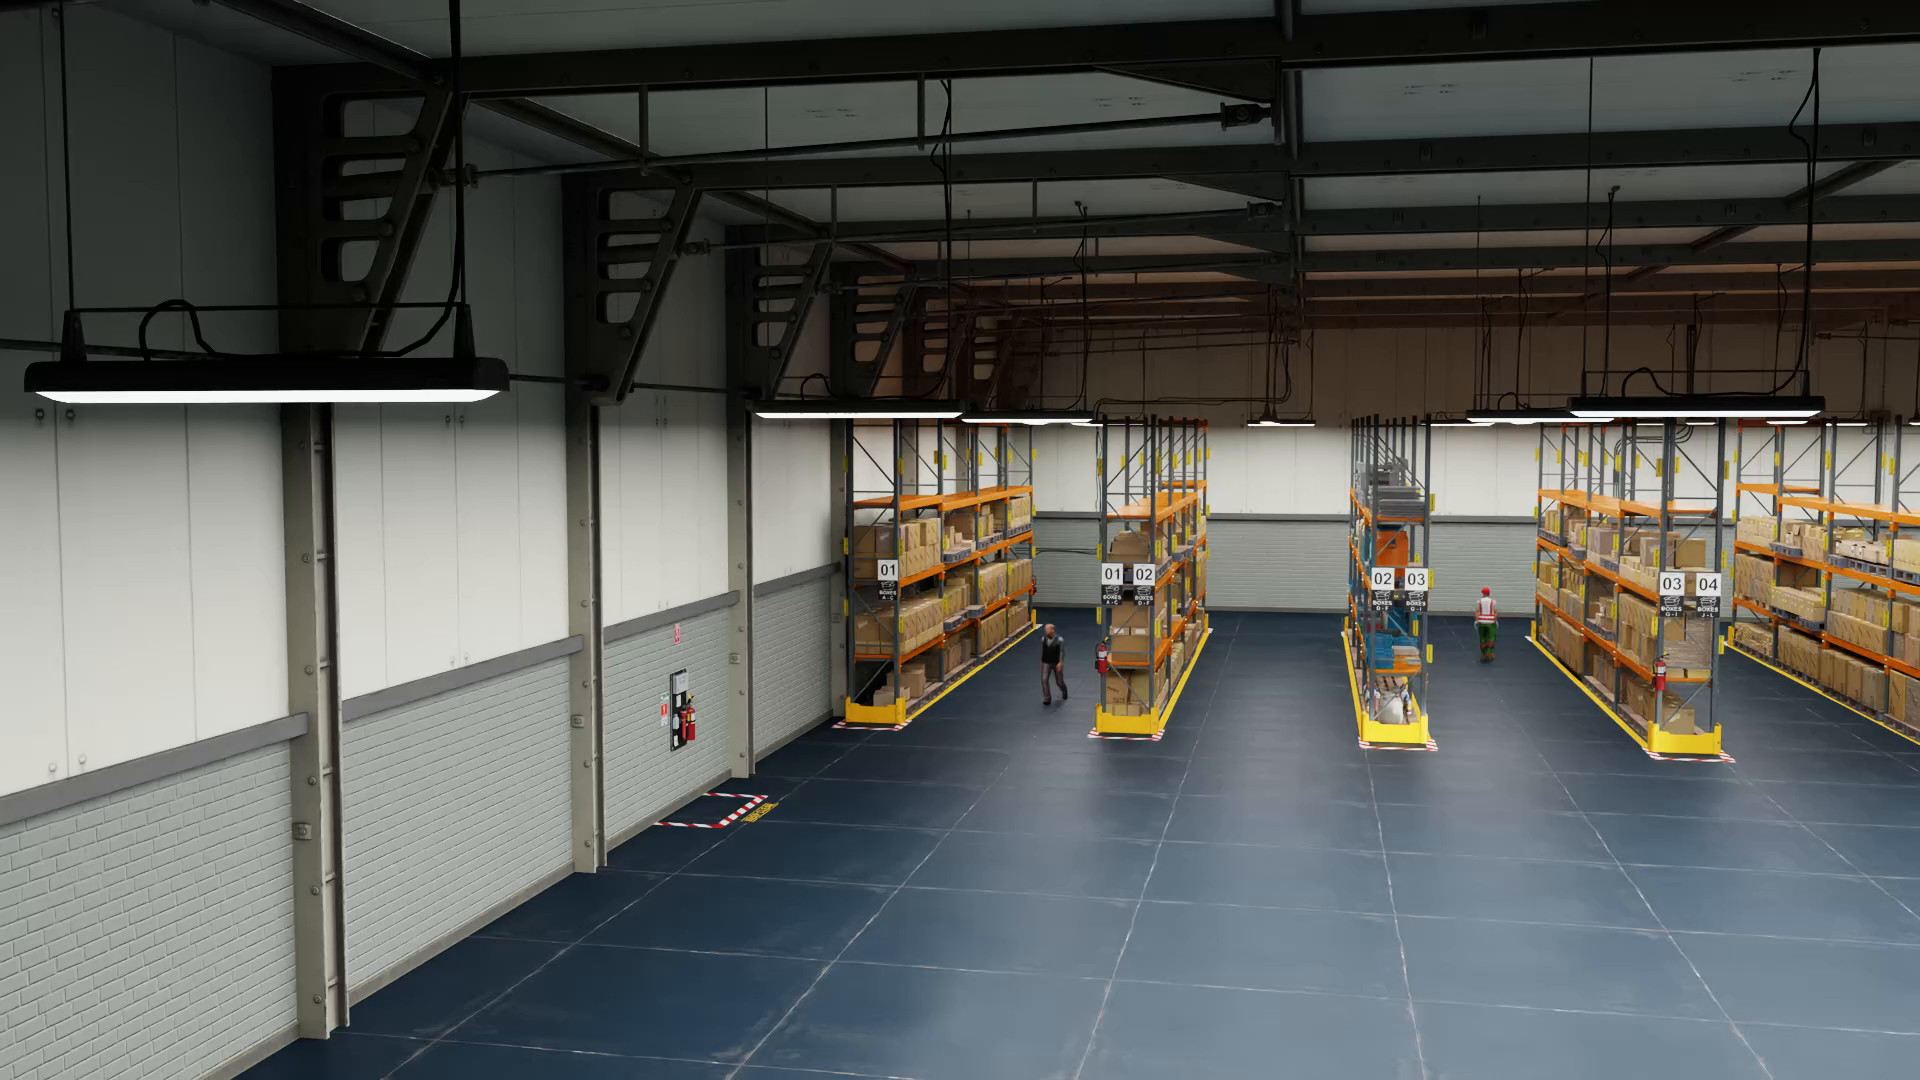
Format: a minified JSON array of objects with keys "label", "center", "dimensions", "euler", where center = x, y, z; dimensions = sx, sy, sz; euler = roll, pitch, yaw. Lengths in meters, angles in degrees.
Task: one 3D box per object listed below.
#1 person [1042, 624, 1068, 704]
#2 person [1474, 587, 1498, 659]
[{"label":"person","center":[1.936,2.588,34.715],"dimensions":[0.537,1.653,0.949],"euler":[1,4,21]},{"label":"person","center":[13.146,2.072,41.533],"dimensions":[0.573,1.787,0.551],"euler":[1,4,19]}]
